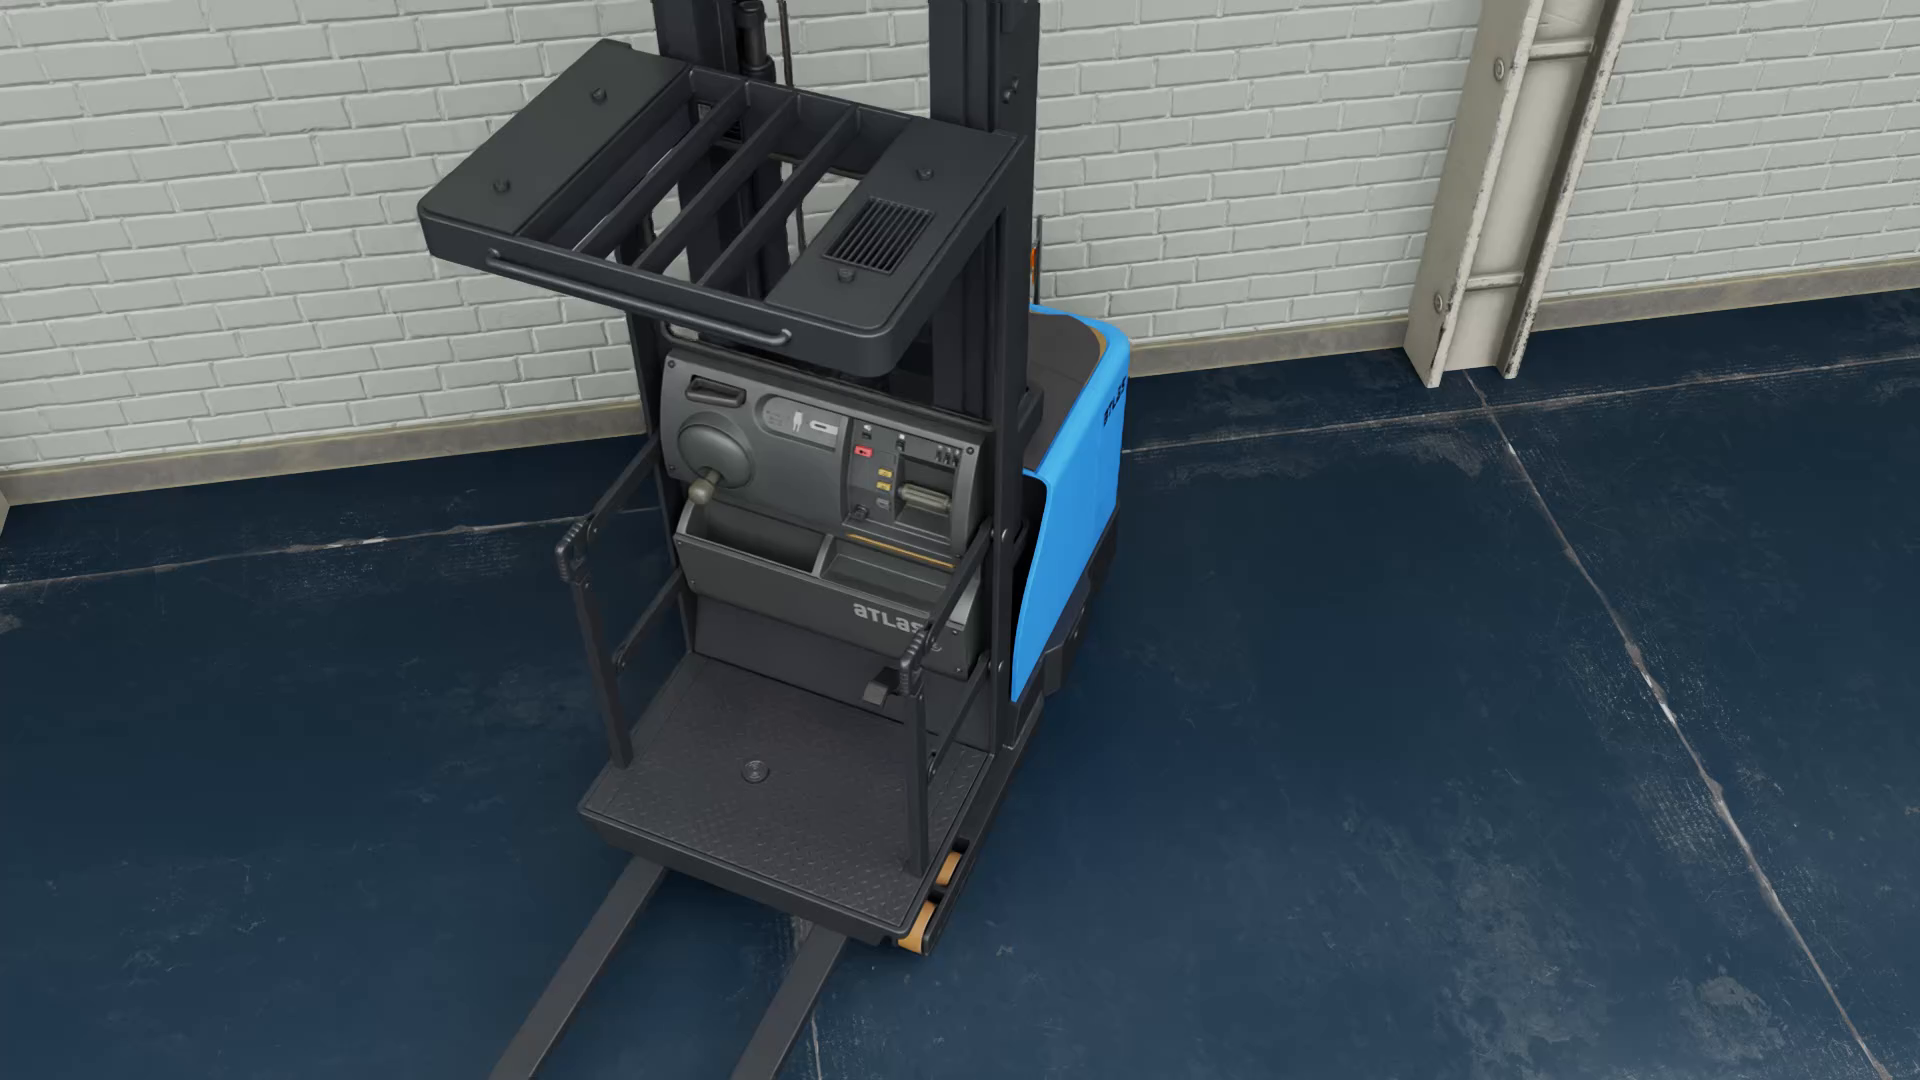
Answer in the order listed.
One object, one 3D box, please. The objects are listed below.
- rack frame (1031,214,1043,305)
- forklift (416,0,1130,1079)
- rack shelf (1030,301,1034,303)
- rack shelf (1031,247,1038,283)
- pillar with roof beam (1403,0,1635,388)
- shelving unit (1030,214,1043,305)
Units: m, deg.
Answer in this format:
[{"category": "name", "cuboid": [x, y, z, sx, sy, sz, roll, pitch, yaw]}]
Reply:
[{"category": "rack frame", "cuboid": [0.230, -0.609, 6.004, 0.015, 1.200, 0.240, 17, 48, 15]}, {"category": "forklift", "cuboid": [-0.469, -0.124, 4.334, 1.130, 2.935, 3.031, 17, 48, 16]}, {"category": "rack shelf", "cuboid": [0.005, -0.785, 5.956, 0.480, 0.148, 0.258, 17, 48, 15]}, {"category": "rack shelf", "cuboid": [0.005, -0.949, 5.785, 0.480, 0.148, 0.258, 17, 48, 15]}, {"category": "pillar with roof beam", "cuboid": [2.826, -0.827, 0.798, 0.400, 9.000, 9.100, -7, 46, -7]}, {"category": "shelving unit", "cuboid": [0.005, -0.676, 6.068, 0.503, 1.200, 0.258, 17, 48, 15]}]
